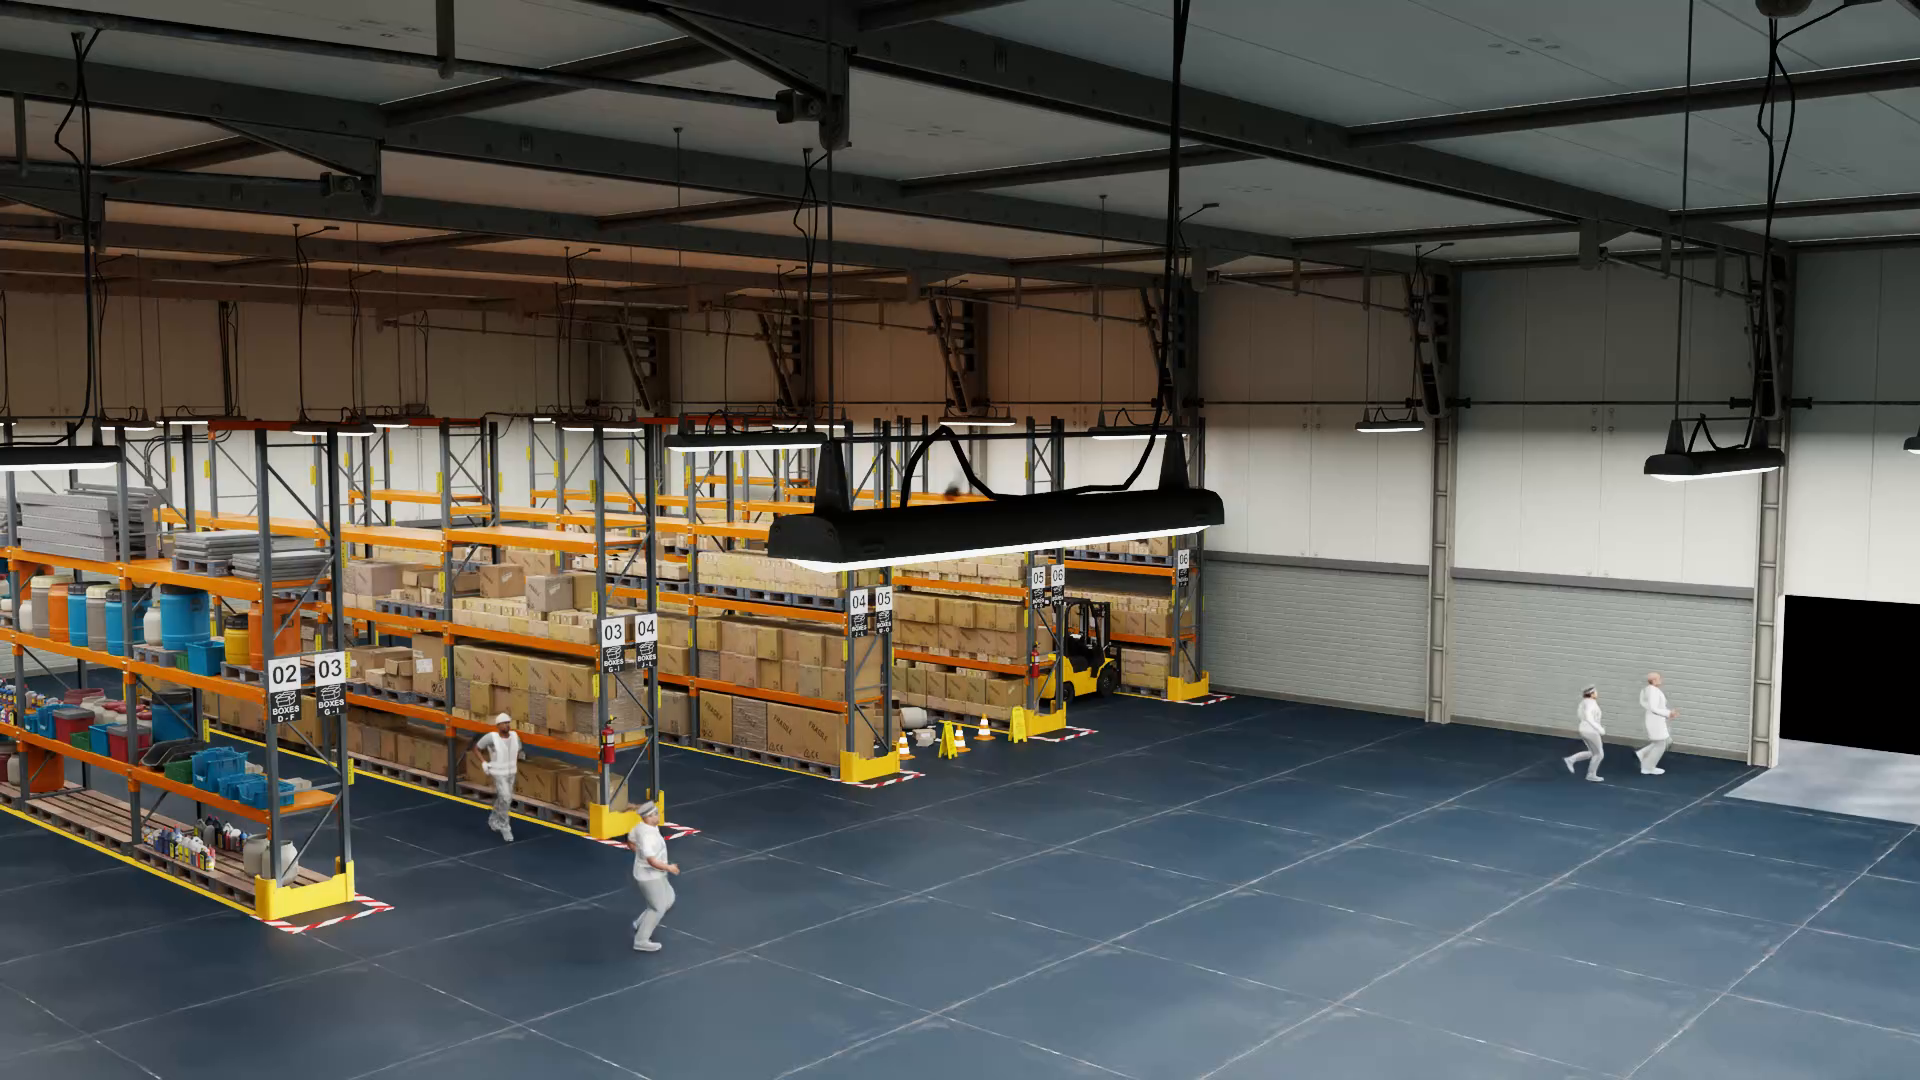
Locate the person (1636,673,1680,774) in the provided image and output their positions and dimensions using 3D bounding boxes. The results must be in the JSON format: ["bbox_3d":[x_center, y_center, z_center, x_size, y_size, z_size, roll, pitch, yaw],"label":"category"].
[{"bbox_3d":[11.860,3.111,28.258,0.649,1.730,0.702,1,5,16],"label":"person"}]

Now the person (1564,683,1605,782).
[{"bbox_3d":[10.454,3.200,27.720,0.581,1.652,0.642,0,5,5],"label":"person"}]

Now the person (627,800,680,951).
[{"bbox_3d":[-3.537,3.862,19.249,0.541,1.746,0.674,-2,5,-23],"label":"person"}]

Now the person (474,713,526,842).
[{"bbox_3d":[-6.651,3.437,24.213,0.795,1.848,0.661,4,6,37],"label":"person"}]
